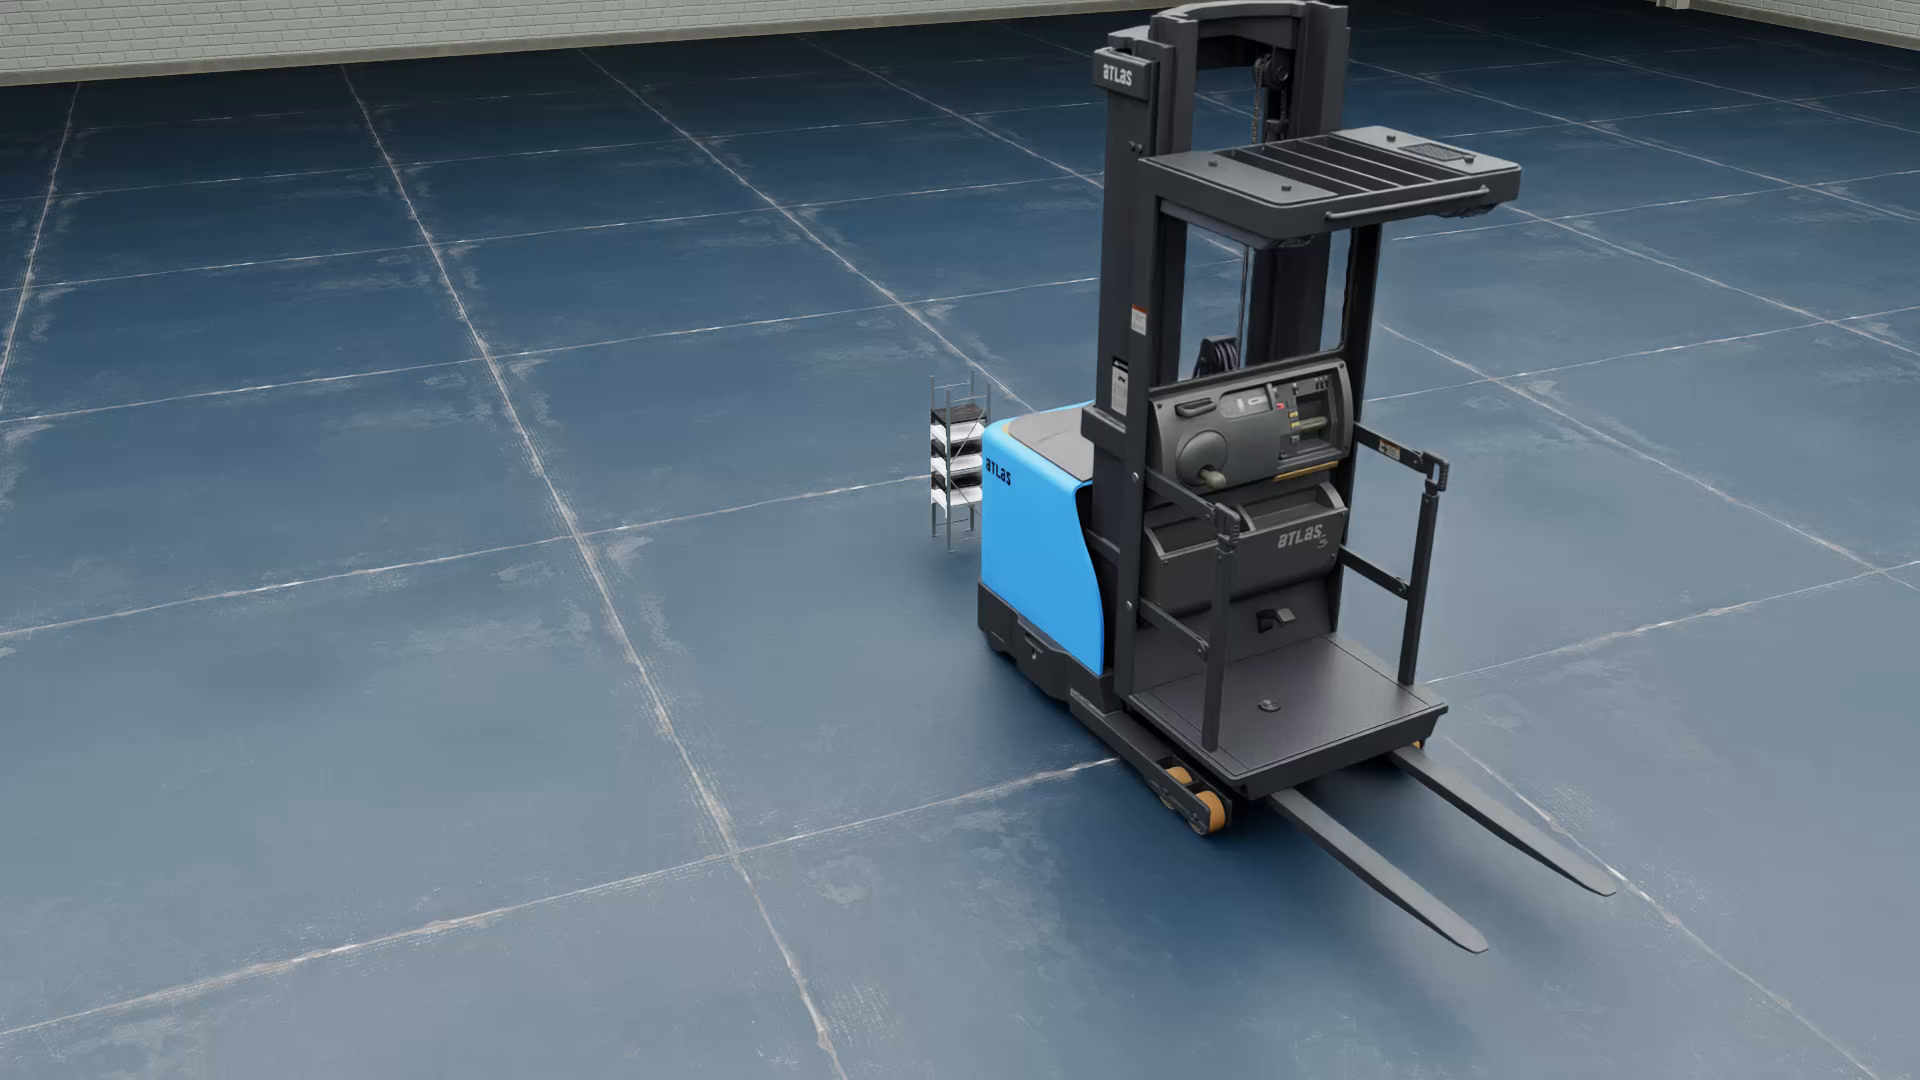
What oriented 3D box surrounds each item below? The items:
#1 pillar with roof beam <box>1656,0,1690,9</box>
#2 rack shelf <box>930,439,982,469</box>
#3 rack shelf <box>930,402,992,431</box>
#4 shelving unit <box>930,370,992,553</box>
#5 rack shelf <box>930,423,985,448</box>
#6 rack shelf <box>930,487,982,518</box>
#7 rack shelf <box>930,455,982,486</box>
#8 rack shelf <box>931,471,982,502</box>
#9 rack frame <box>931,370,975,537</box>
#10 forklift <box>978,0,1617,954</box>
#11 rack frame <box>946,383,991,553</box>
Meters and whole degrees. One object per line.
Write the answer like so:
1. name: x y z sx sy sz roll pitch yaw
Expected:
1. pillar with roof beam: 6.957 -11.467 21.979 9.100 9.000 0.400 -11 28 -21
2. rack shelf: 0.003 -0.452 8.521 0.258 0.077 0.200 -11 28 -21
3. rack shelf: 0.003 -0.614 8.442 0.258 0.077 0.200 -11 28 -21
4. shelving unit: 0.003 -0.401 8.546 0.258 0.900 0.210 -11 28 -21
5. rack shelf: 0.003 -0.533 8.481 0.258 0.077 0.200 -11 28 -21
6. rack shelf: 0.003 -0.209 8.639 0.258 0.077 0.200 -11 28 -21
7. rack shelf: 0.003 -0.371 8.560 0.258 0.077 0.200 -11 28 -21
8. rack shelf: 0.003 -0.290 8.600 0.258 0.077 0.200 -11 28 -21
9. rack frame: -0.037 -0.442 8.630 0.240 0.900 0.006 -11 28 -21
10. forklift: 1.244 -0.409 6.248 1.130 2.935 3.031 -14 29 -26
11. rack frame: 0.043 -0.360 8.462 0.240 0.900 0.006 -11 28 -21
